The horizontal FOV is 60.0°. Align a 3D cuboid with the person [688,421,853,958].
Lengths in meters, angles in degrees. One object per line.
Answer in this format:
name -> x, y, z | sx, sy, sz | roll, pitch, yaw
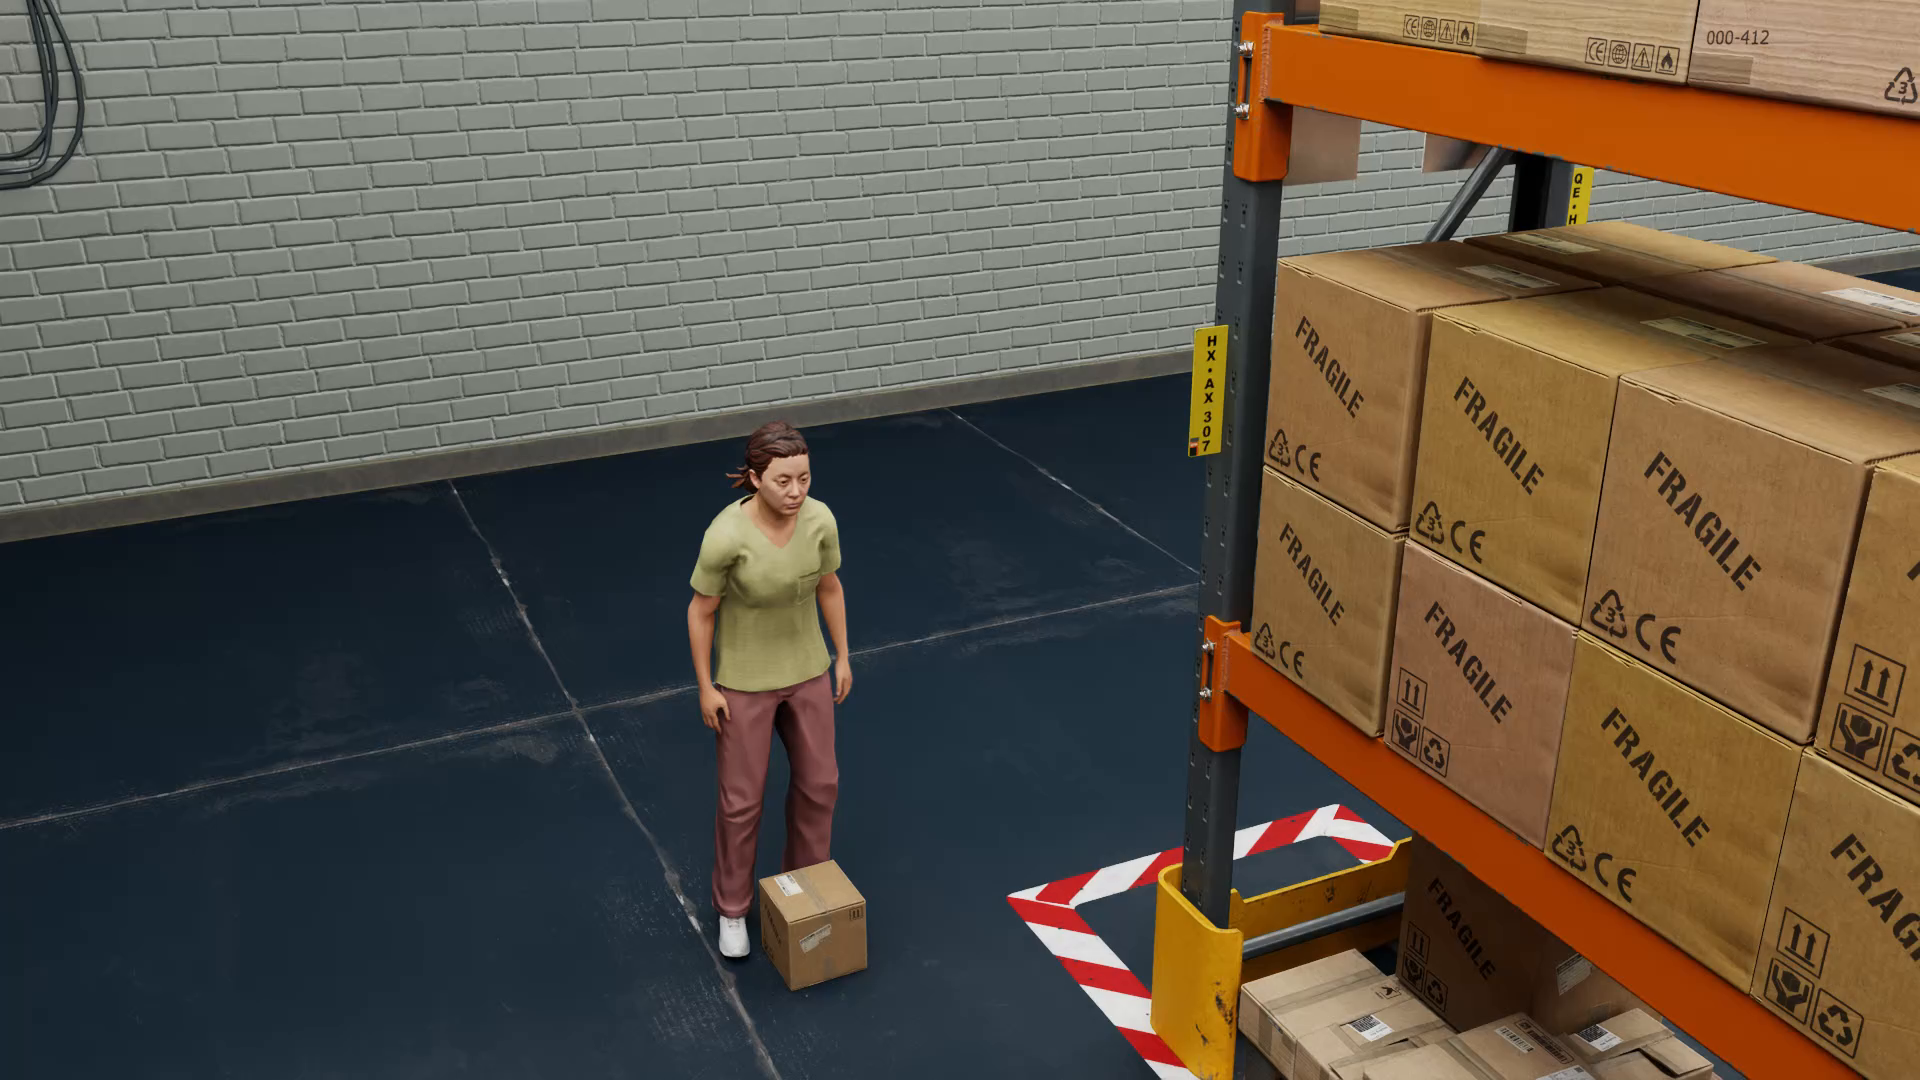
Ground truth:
person -> -0.558, 0.435, 5.029 | 0.521, 1.672, 0.359 | -12, 25, -26
